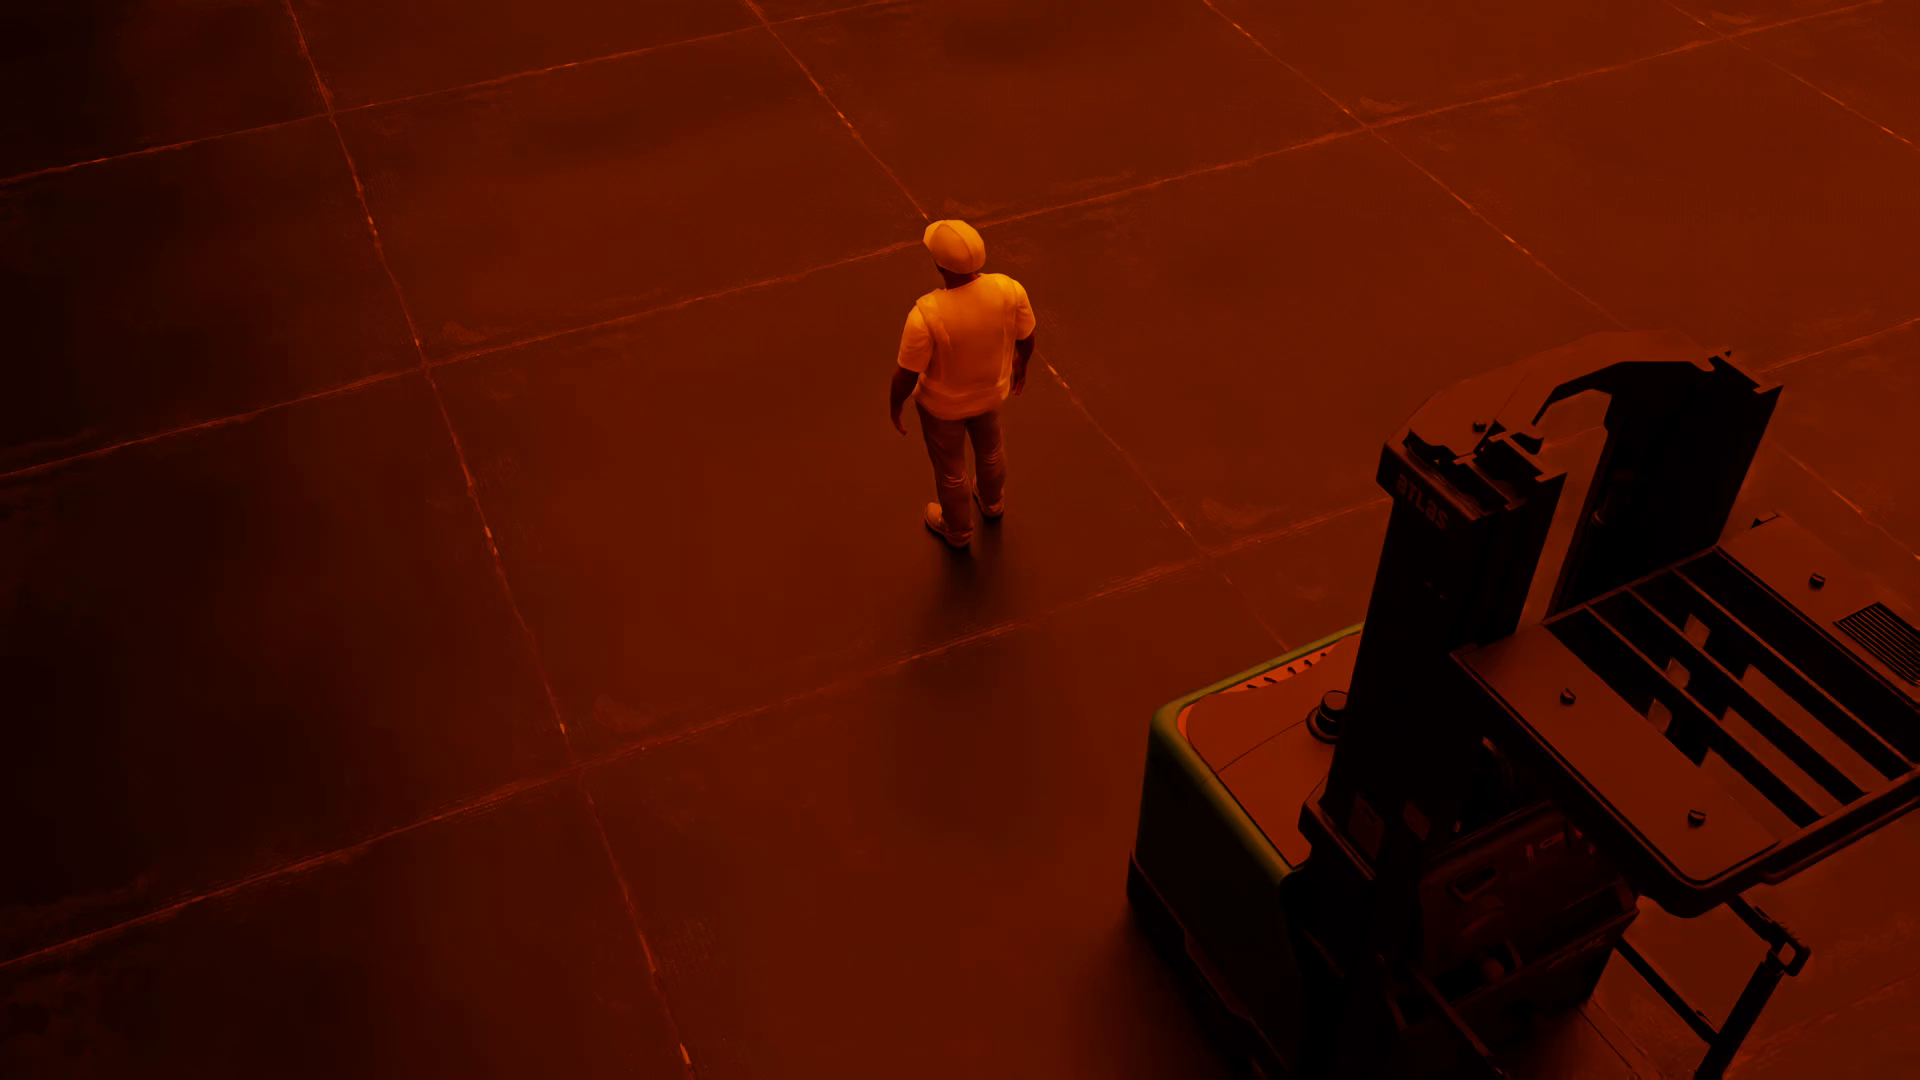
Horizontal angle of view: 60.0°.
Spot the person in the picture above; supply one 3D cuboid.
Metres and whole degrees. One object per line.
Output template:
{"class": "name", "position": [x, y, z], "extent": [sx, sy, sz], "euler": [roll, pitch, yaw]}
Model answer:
{"class": "person", "position": [-0.025, -0.696, 7.269], "extent": [0.666, 1.768, 0.575], "euler": [-18, 46, -18]}

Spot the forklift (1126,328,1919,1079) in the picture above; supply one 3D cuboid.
{"class": "forklift", "position": [1.766, 1.026, 4.580], "extent": [1.130, 2.935, 3.031], "euler": [-20, 47, -20]}
